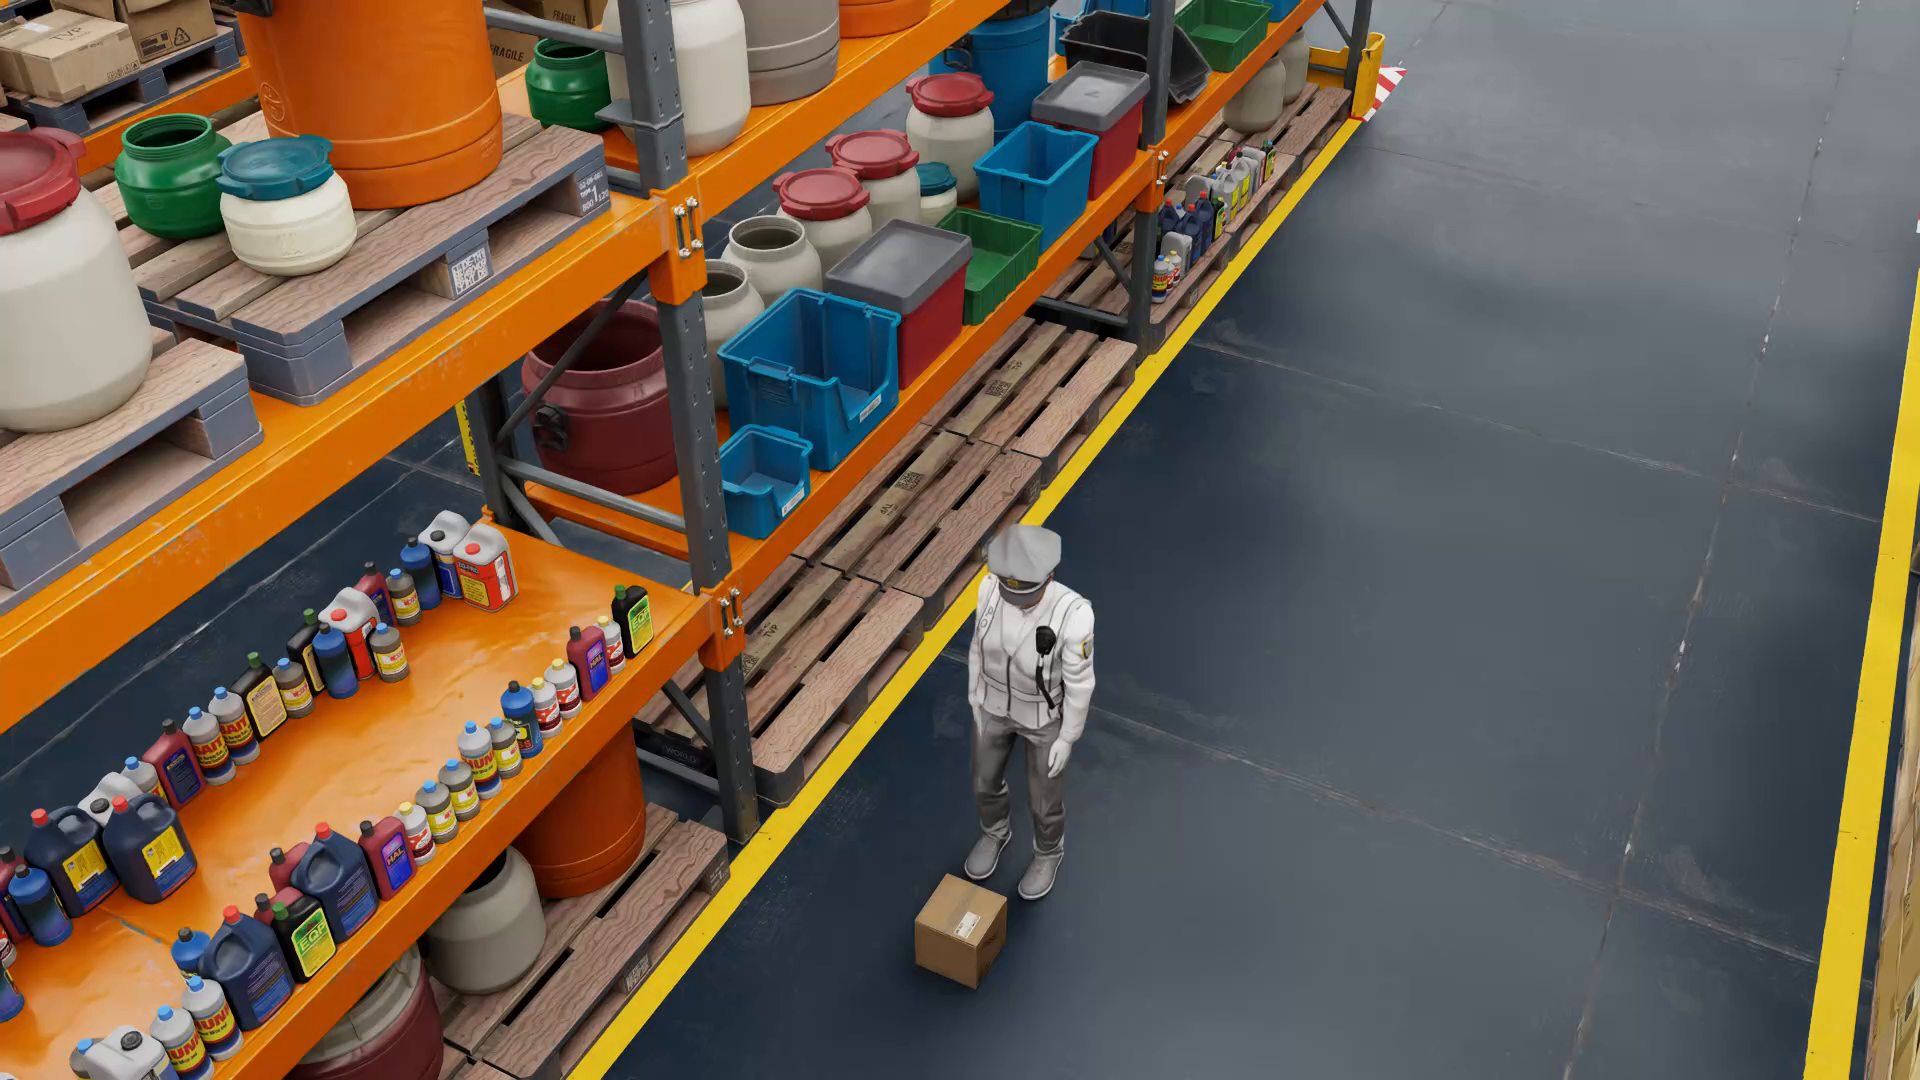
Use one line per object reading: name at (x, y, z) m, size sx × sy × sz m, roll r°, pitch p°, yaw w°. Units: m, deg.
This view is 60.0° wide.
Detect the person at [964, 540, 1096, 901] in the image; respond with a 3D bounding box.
person at (0.235, 0.652, 5.962) m, size 0.500 × 1.626 × 0.447 m, roll 19°, pitch 42°, yaw 22°
